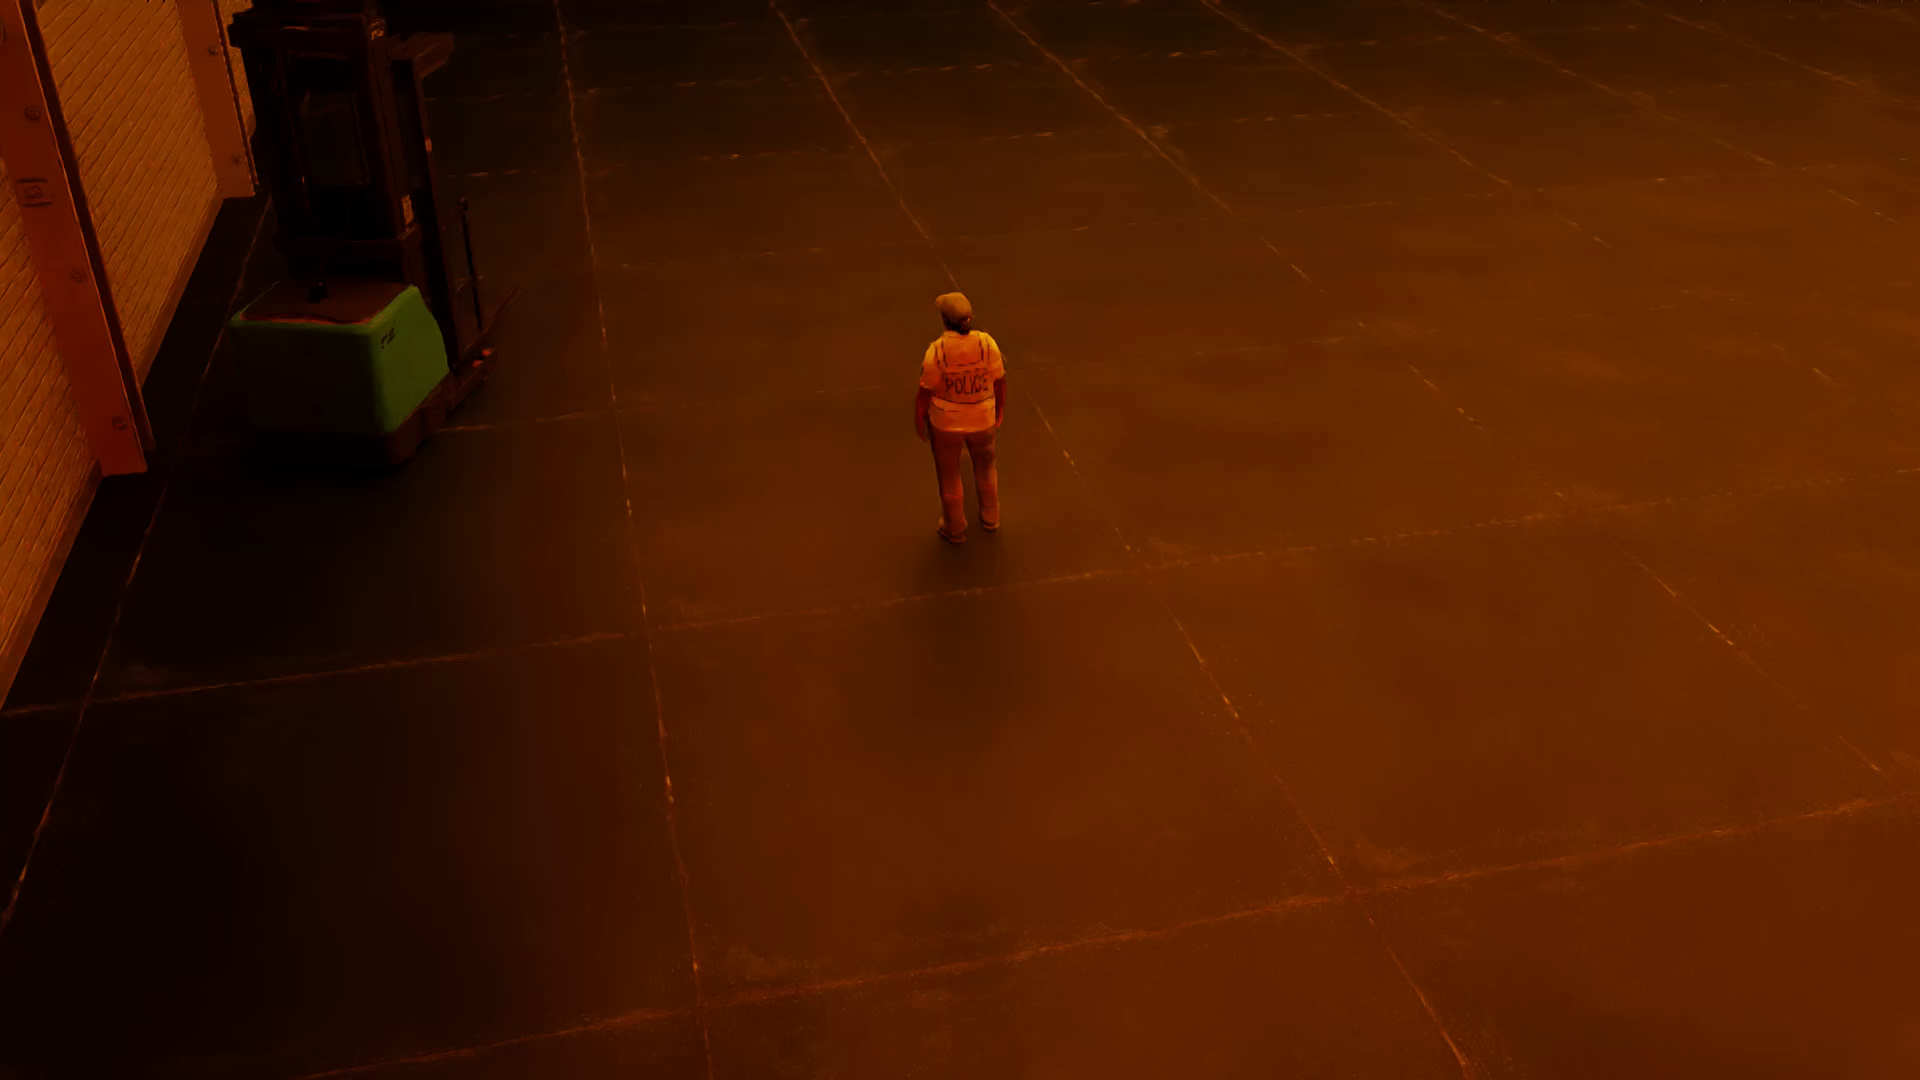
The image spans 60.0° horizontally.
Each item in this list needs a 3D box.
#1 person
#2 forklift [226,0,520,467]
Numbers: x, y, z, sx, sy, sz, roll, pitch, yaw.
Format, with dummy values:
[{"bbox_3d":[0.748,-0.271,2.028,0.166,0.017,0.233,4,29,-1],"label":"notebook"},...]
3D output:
[{"bbox_3d":[0.004,-0.767,10.148,0.598,1.669,0.529,-7,31,-12],"label":"person"},{"bbox_3d":[-4.137,-2.472,11.844,1.130,2.935,3.031,3,30,6],"label":"forklift"}]
